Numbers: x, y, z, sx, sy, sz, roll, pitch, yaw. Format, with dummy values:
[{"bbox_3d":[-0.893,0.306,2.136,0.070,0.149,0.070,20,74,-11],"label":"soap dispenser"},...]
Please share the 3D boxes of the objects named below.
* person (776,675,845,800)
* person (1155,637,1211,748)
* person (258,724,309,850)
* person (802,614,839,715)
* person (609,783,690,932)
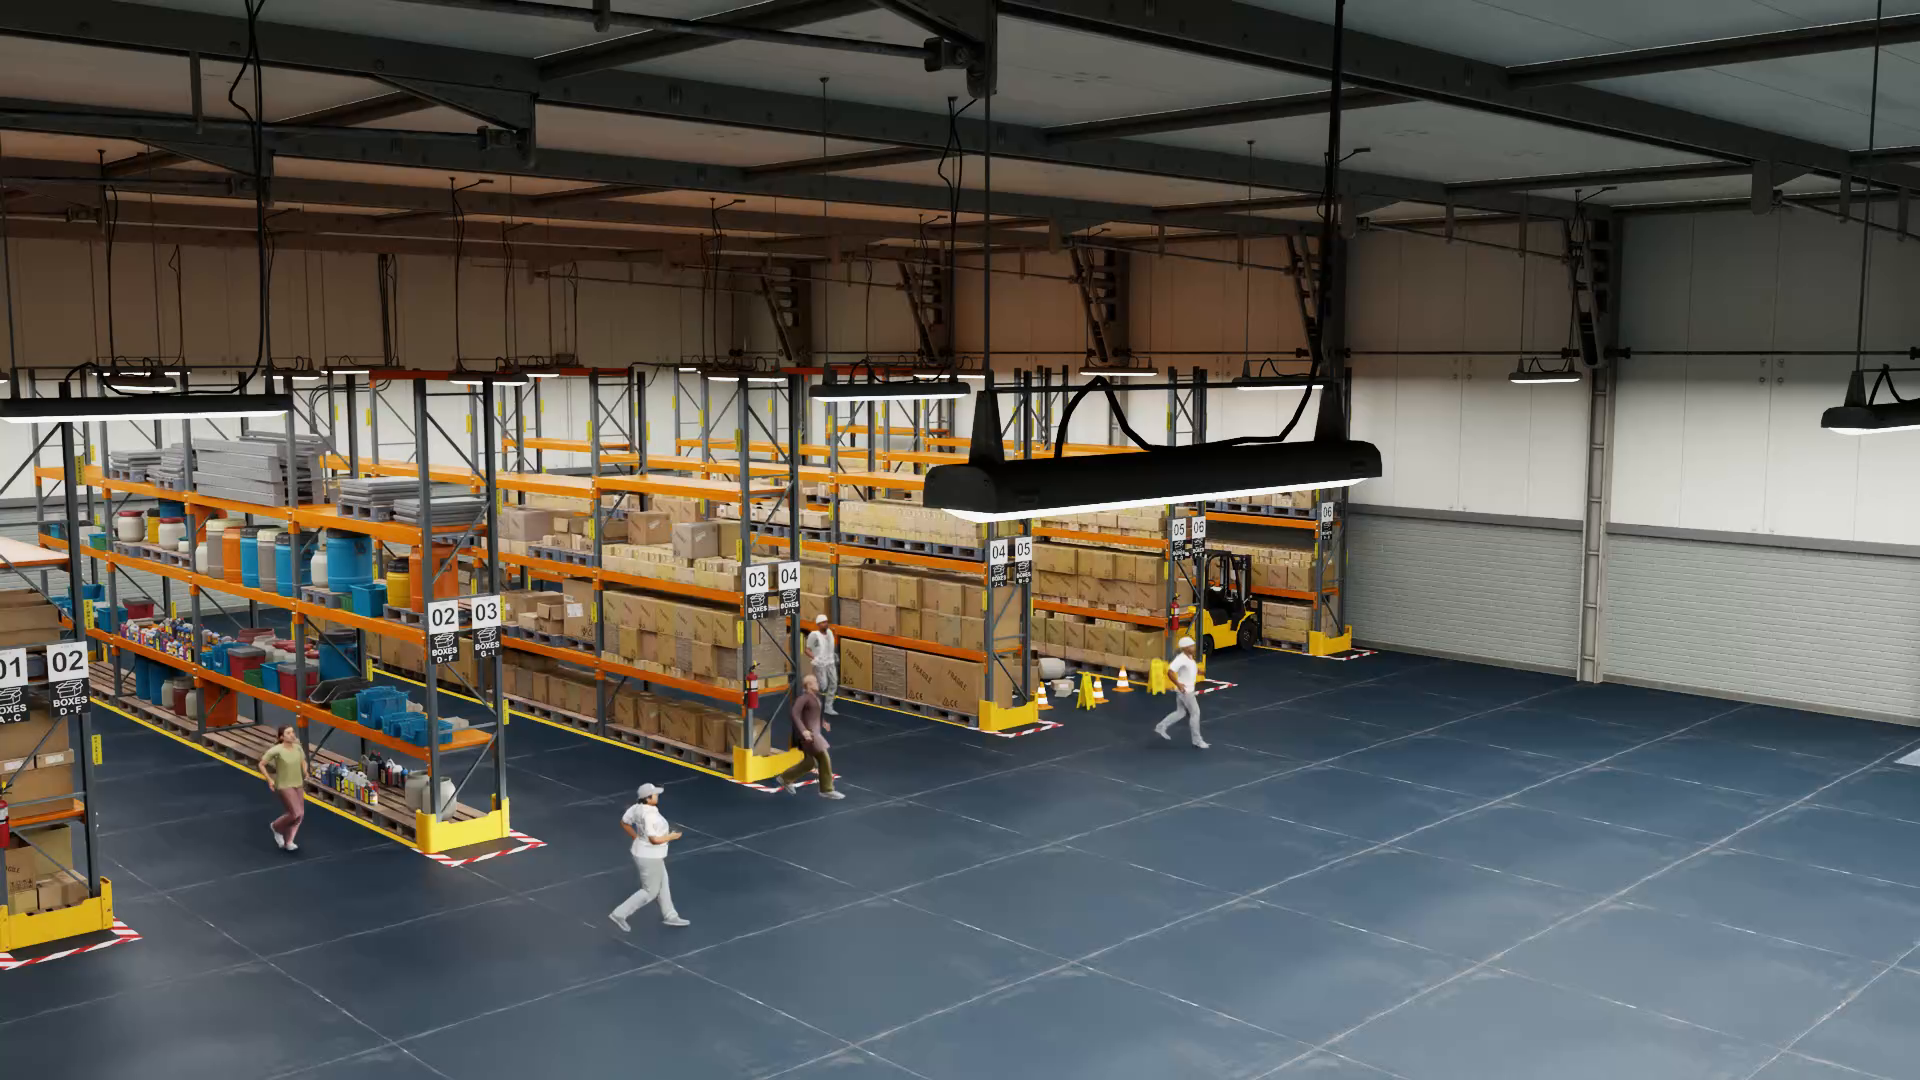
[{"bbox_3d":[-2.132,2.802,23.633,0.998,1.756,0.712,0,6,2],"label":"person"},{"bbox_3d":[3.598,2.433,26.761,0.916,1.782,0.681,1,7,9],"label":"person"},{"bbox_3d":[-8.486,3.143,21.098,0.537,1.626,0.570,4,7,30],"label":"person"},{"bbox_3d":[-2.432,2.175,29.214,0.772,1.754,0.685,6,9,42],"label":"person"},{"bbox_3d":[-3.380,3.464,18.058,0.925,1.655,0.606,-3,7,-26],"label":"person"}]
